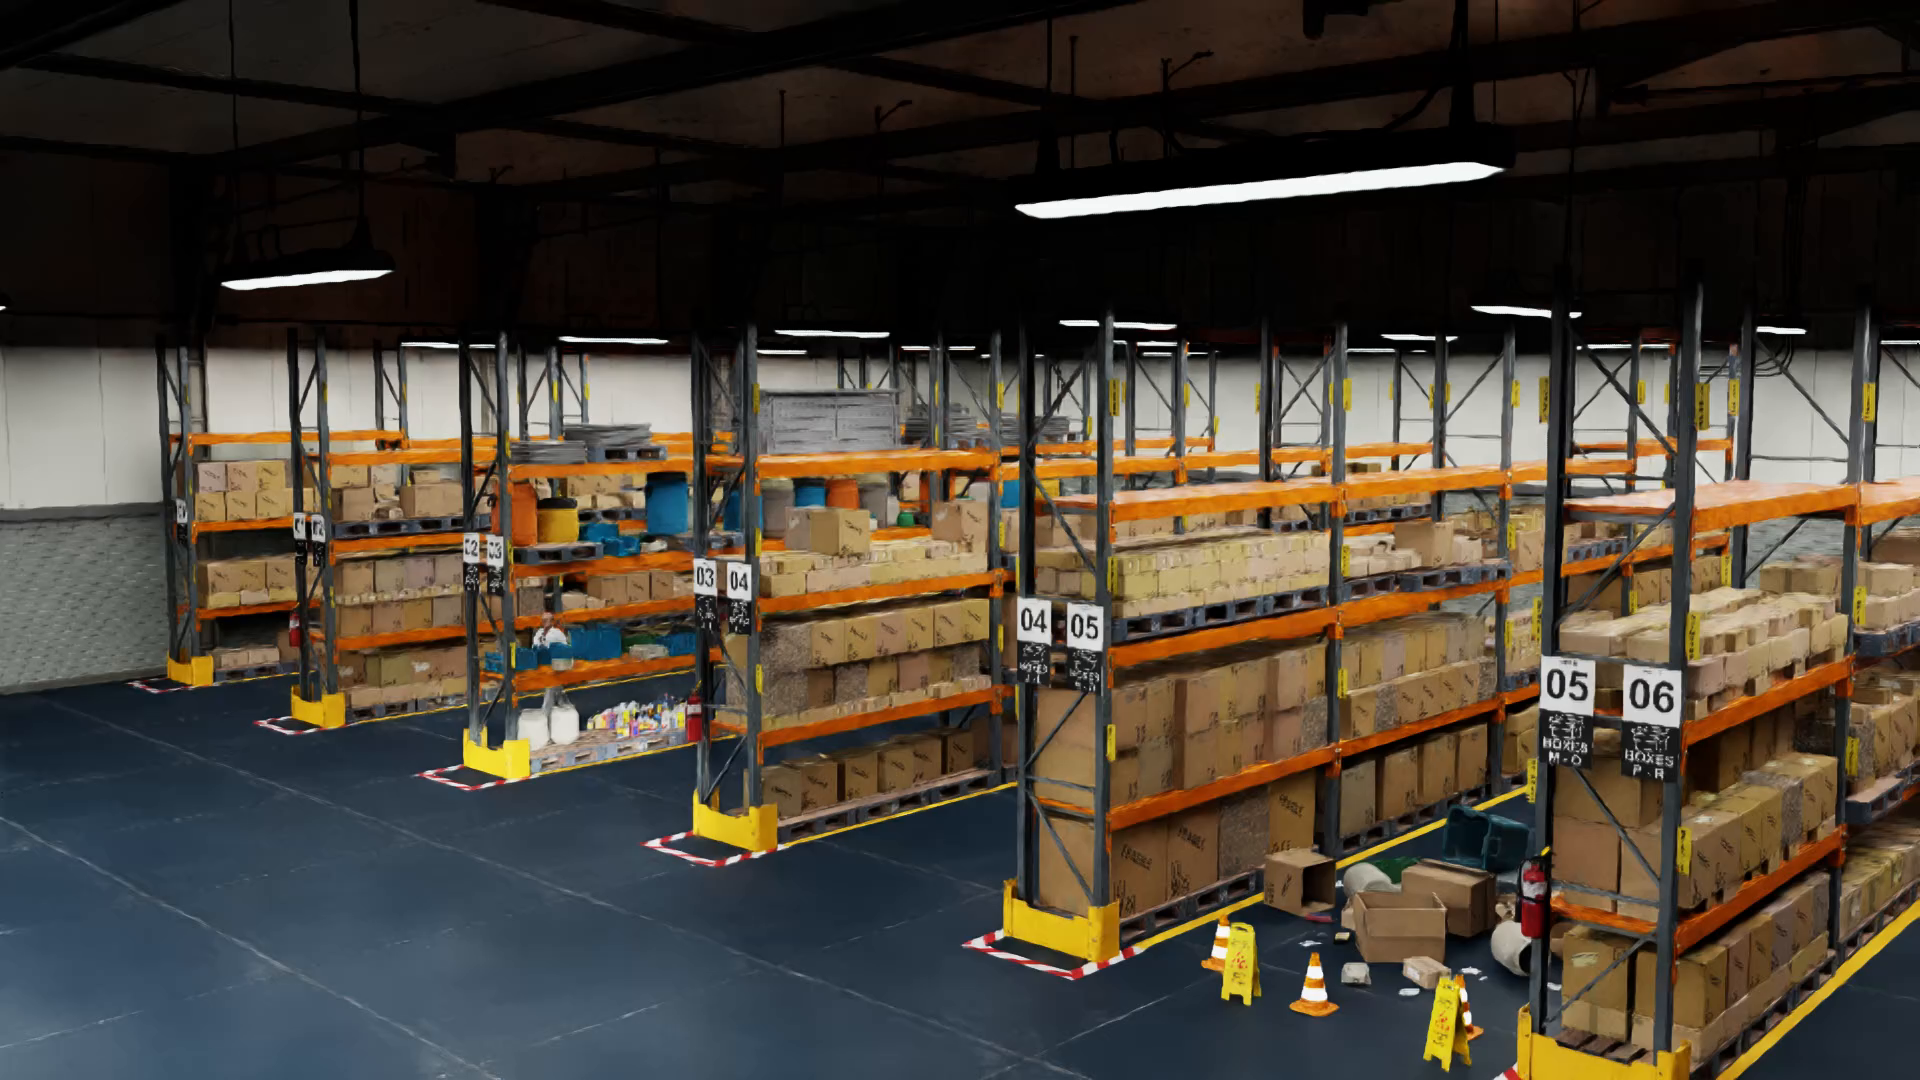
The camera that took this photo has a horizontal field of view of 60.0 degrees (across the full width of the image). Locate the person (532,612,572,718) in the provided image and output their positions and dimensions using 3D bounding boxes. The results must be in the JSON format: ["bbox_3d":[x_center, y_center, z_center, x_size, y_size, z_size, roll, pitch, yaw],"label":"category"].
[{"bbox_3d":[-6.204,1.940,25.072,0.580,1.715,1.102,4,7,35],"label":"person"}]
